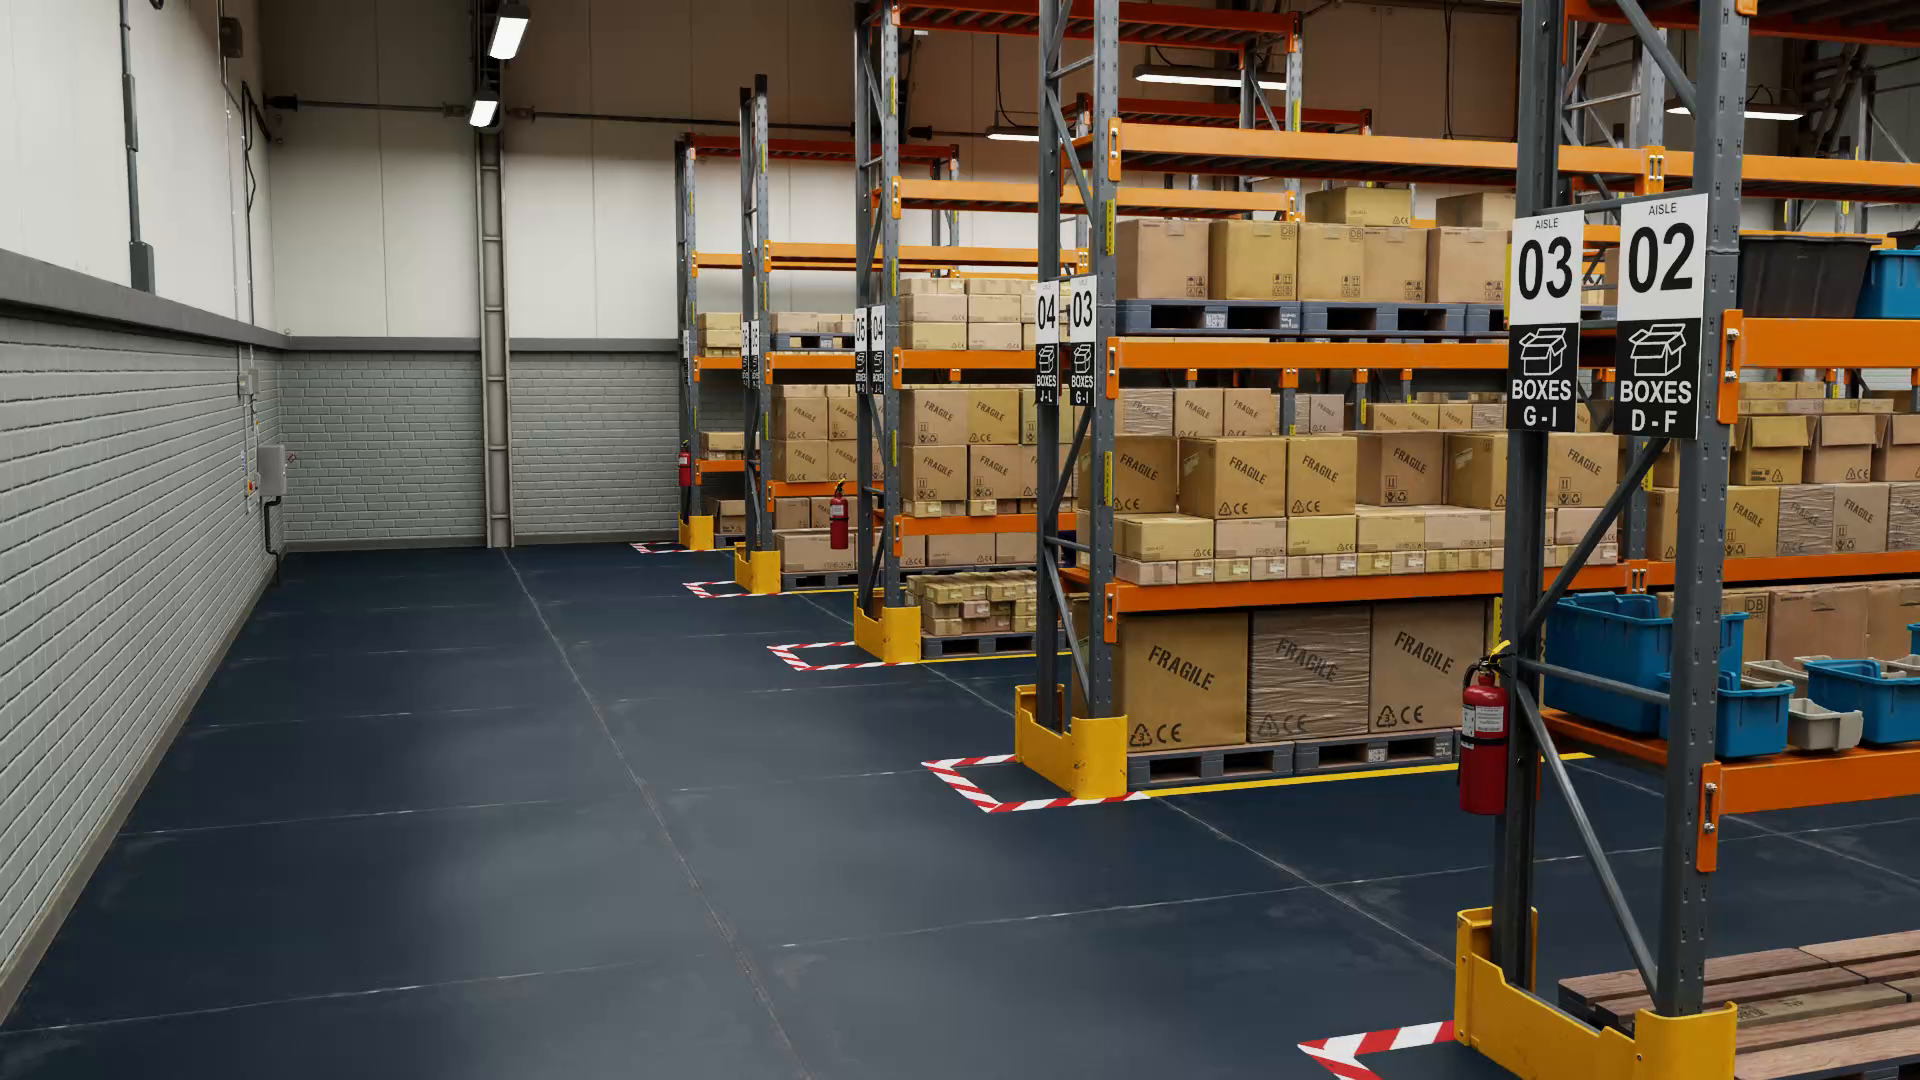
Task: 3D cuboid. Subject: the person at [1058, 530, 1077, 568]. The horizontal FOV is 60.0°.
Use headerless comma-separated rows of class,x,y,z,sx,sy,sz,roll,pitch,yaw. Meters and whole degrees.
person,1.296,-0.100,18.740,0.370,1.638,0.539,-2,6,-18
